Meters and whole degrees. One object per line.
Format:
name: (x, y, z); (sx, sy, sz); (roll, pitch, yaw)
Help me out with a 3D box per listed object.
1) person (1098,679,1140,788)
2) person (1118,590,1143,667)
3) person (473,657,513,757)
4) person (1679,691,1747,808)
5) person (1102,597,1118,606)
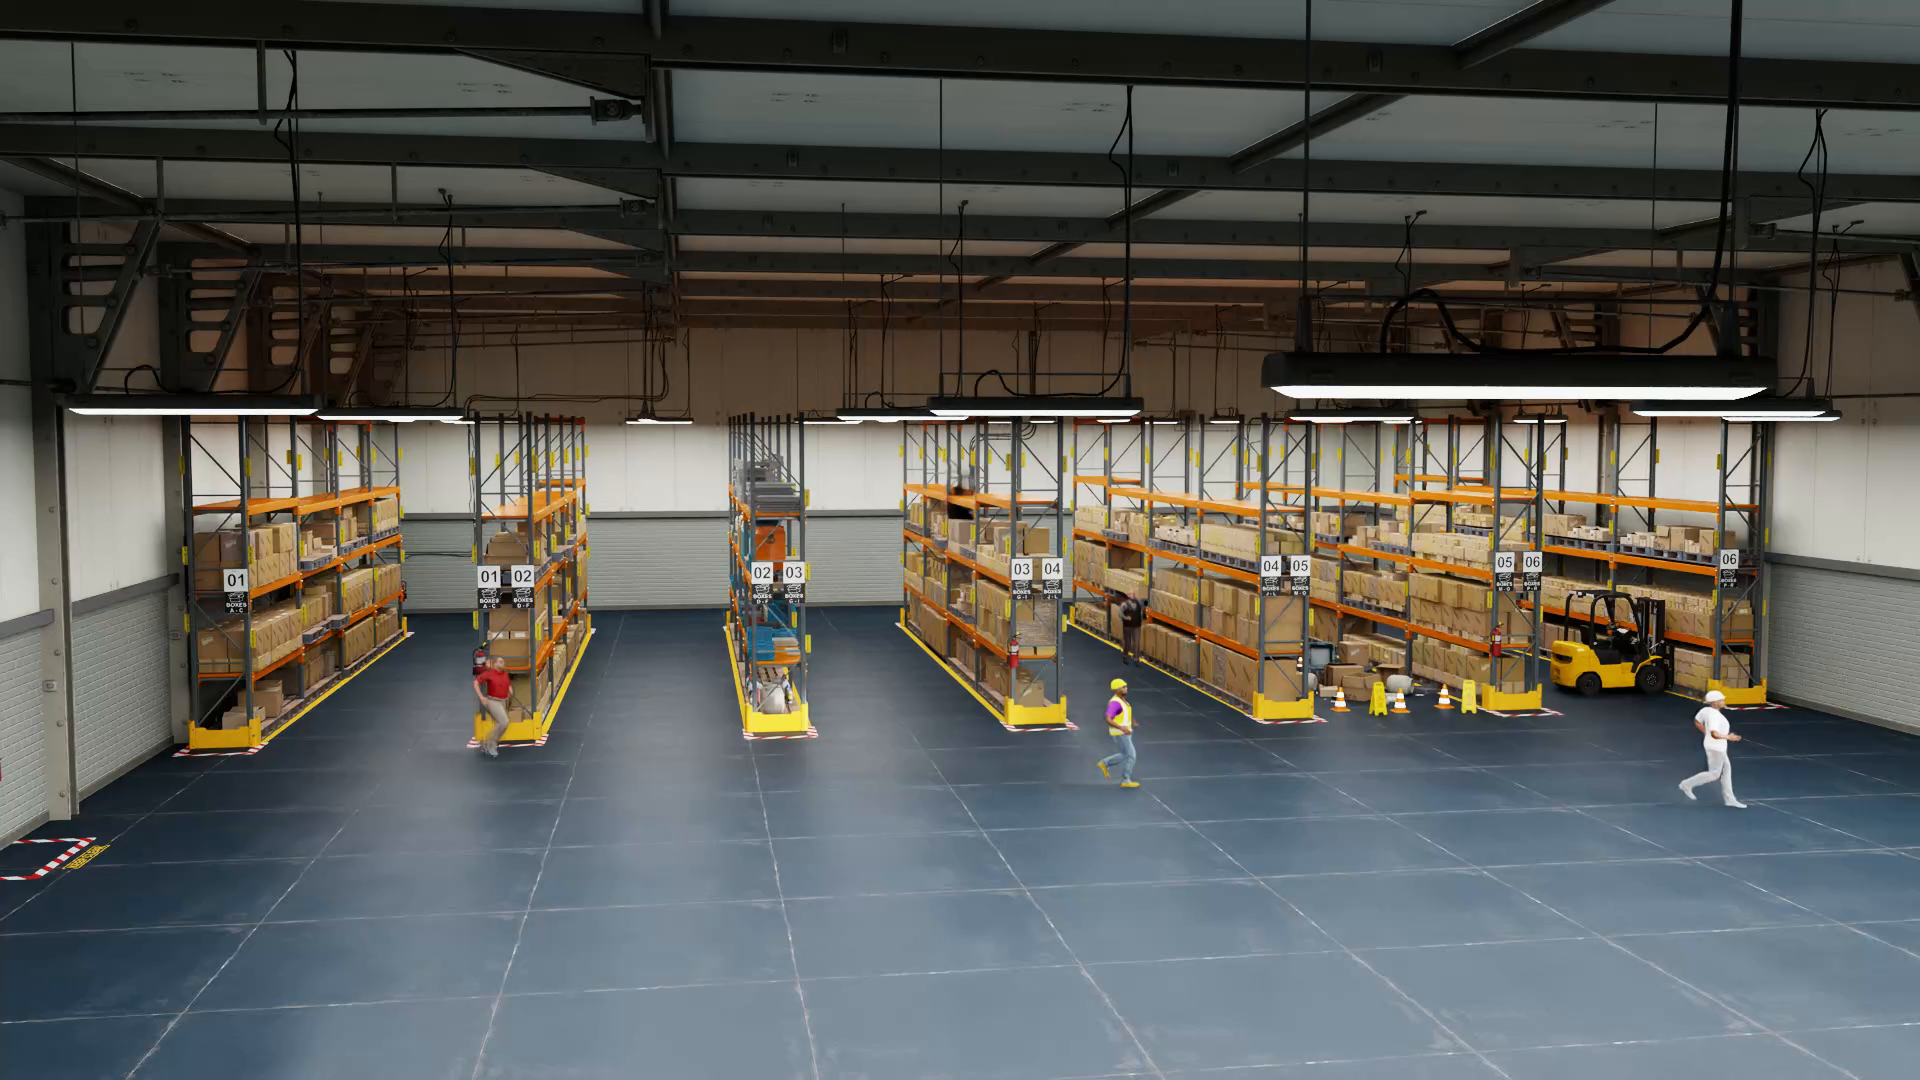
person: (2.517, 3.035, 26.428); (0.605, 1.663, 0.704); (1, 4, 15)
person: (3.909, 2.001, 37.767); (0.661, 1.735, 0.861); (-1, 4, -13)
person: (-8.082, 2.906, 29.084); (0.626, 1.724, 0.665); (1, 4, 17)
person: (11.319, 3.135, 24.953); (0.956, 1.762, 0.700); (1, 4, 20)
person: (4.535, 1.529, 50.045); (0.538, 1.600, 0.607); (-1, 4, -10)
